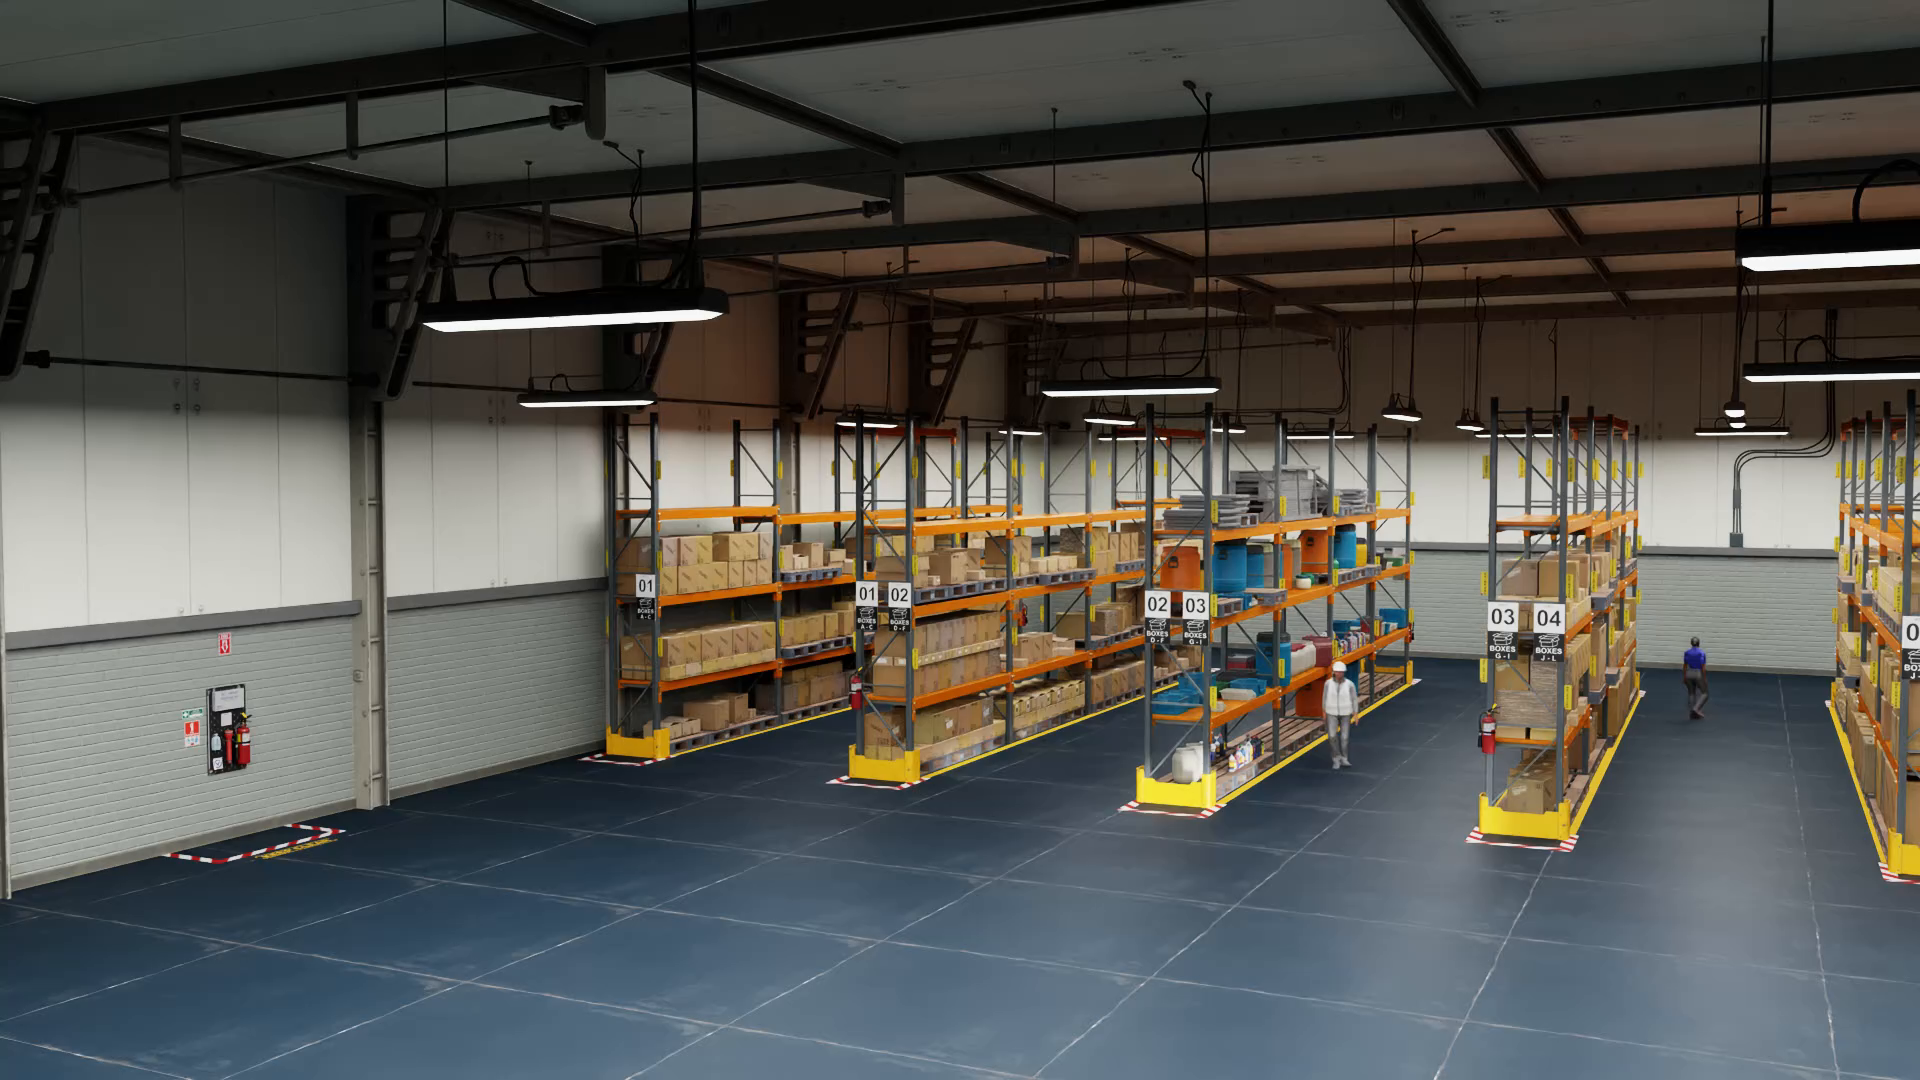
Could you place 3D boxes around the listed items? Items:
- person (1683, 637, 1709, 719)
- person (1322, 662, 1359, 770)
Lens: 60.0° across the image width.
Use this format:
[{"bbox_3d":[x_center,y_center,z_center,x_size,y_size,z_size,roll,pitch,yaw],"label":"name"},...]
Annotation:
[{"bbox_3d":[14.752,2.772,33.394,0.470,1.657,0.499,-2,3,-44],"label":"person"},{"bbox_3d":[6.402,2.966,27.976,0.604,1.849,0.484,1,2,15],"label":"person"}]
